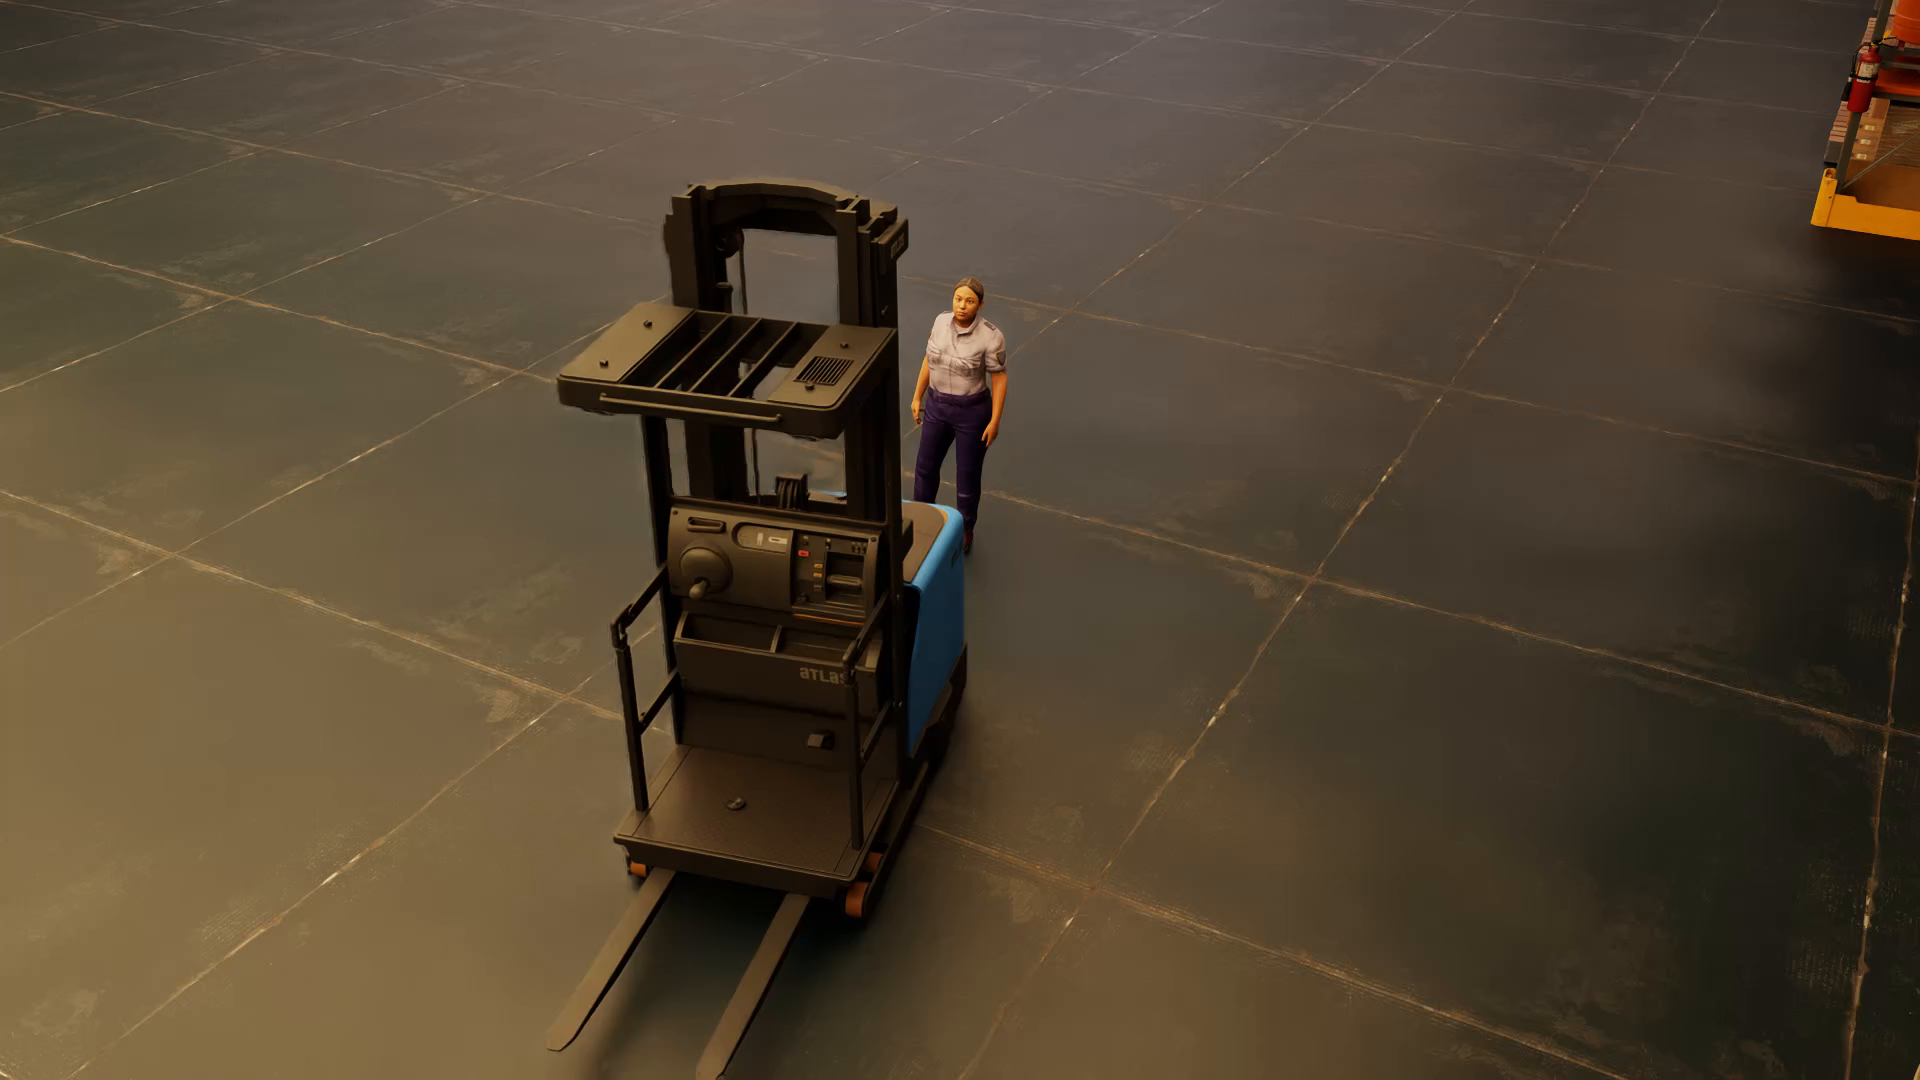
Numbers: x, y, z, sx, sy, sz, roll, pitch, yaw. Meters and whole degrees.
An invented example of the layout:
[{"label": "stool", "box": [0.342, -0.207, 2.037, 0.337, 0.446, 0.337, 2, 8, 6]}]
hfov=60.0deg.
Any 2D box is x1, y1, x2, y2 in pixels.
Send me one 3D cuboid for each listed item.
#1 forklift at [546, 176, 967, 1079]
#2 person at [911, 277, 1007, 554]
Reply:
[{"label": "forklift", "box": [-0.842, 0.146, 6.817, 1.130, 2.935, 3.031, 8, 31, 13]}, {"label": "person", "box": [-0.063, -0.686, 9.529, 0.599, 1.650, 0.503, 15, 33, 25]}]
